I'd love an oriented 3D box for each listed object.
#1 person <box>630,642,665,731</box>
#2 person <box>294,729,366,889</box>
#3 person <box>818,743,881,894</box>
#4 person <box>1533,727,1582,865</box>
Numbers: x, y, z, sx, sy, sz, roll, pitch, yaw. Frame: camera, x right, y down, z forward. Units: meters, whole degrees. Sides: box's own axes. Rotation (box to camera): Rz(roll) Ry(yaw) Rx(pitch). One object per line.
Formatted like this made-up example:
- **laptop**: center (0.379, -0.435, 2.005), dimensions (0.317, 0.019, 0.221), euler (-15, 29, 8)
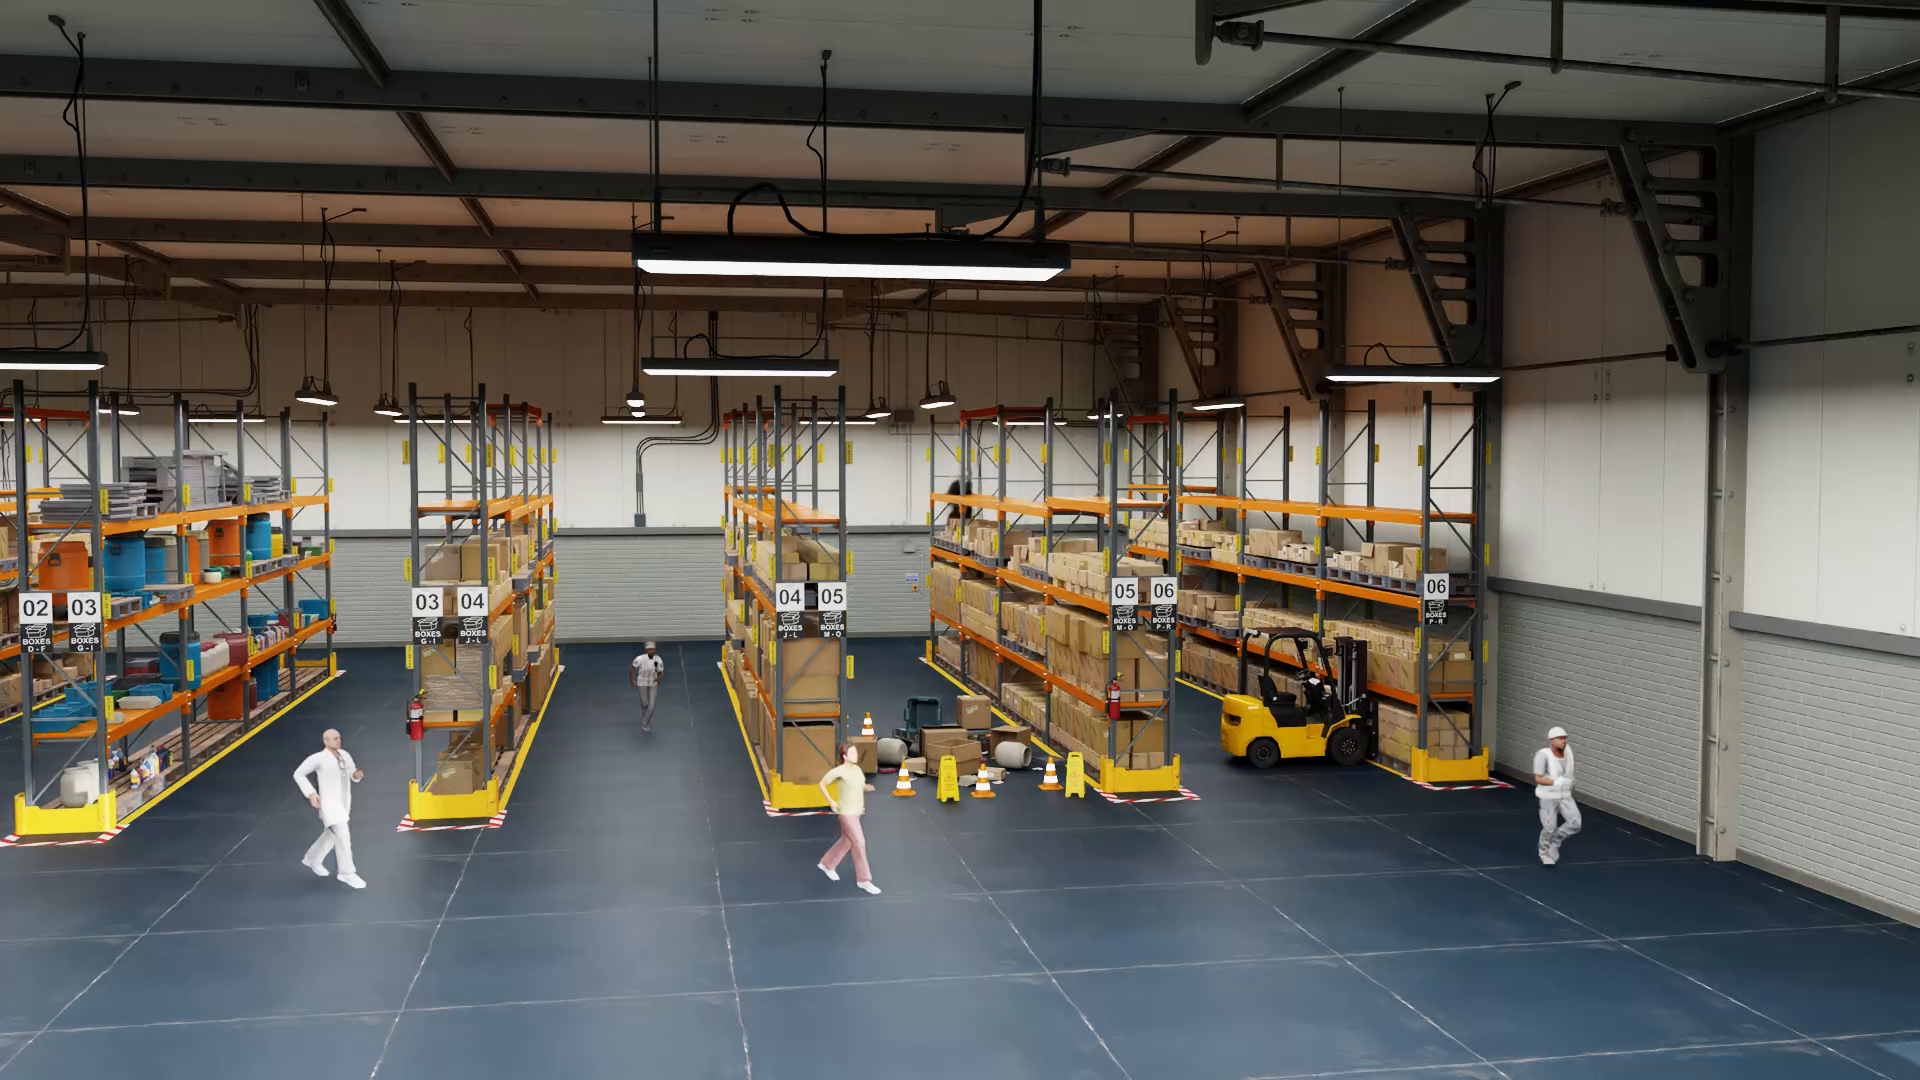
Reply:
- **person**: center (-5.693, 2.662, 30.300), dimensions (0.615, 1.649, 0.643), euler (-1, 3, -17)
- **person**: center (-7.315, 3.108, 19.400), dimensions (0.983, 1.812, 0.689), euler (1, 3, 17)
- **person**: center (-1.278, 3.170, 19.164), dimensions (0.922, 1.685, 0.563), euler (2, 3, 29)
- **person**: center (7.226, 3.103, 20.057), dimensions (0.726, 1.723, 0.728), euler (-1, 3, -17)
